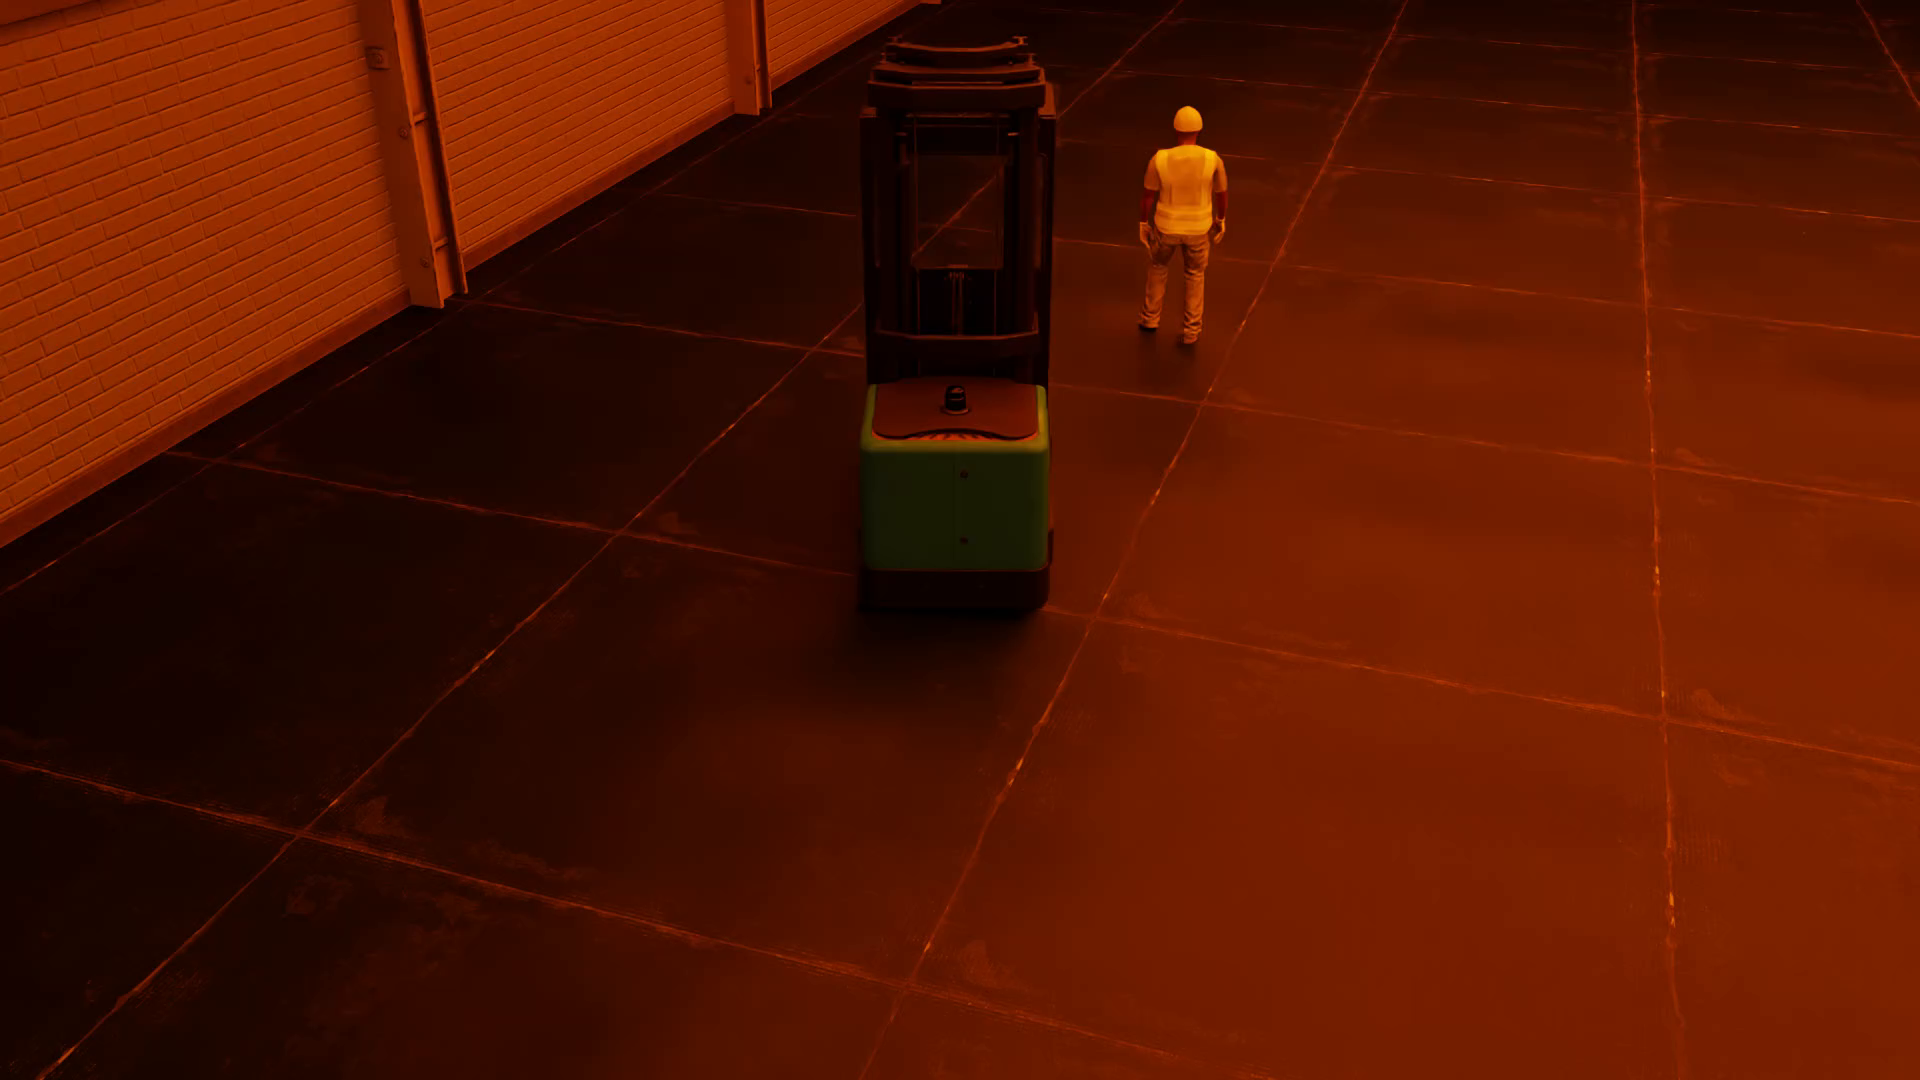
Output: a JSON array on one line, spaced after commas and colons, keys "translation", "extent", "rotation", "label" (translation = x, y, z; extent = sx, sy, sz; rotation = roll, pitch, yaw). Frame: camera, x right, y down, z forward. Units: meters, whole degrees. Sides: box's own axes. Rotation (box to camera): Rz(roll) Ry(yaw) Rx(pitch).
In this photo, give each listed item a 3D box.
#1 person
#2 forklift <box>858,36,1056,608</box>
[{"translation": [1.673, -2.377, 12.527], "extent": [0.645, 1.816, 0.523], "rotation": [3, 30, 5], "label": "person"}, {"translation": [-0.009, -1.584, 9.915], "extent": [1.130, 2.935, 3.031], "rotation": [0, 30, 1], "label": "forklift"}]
